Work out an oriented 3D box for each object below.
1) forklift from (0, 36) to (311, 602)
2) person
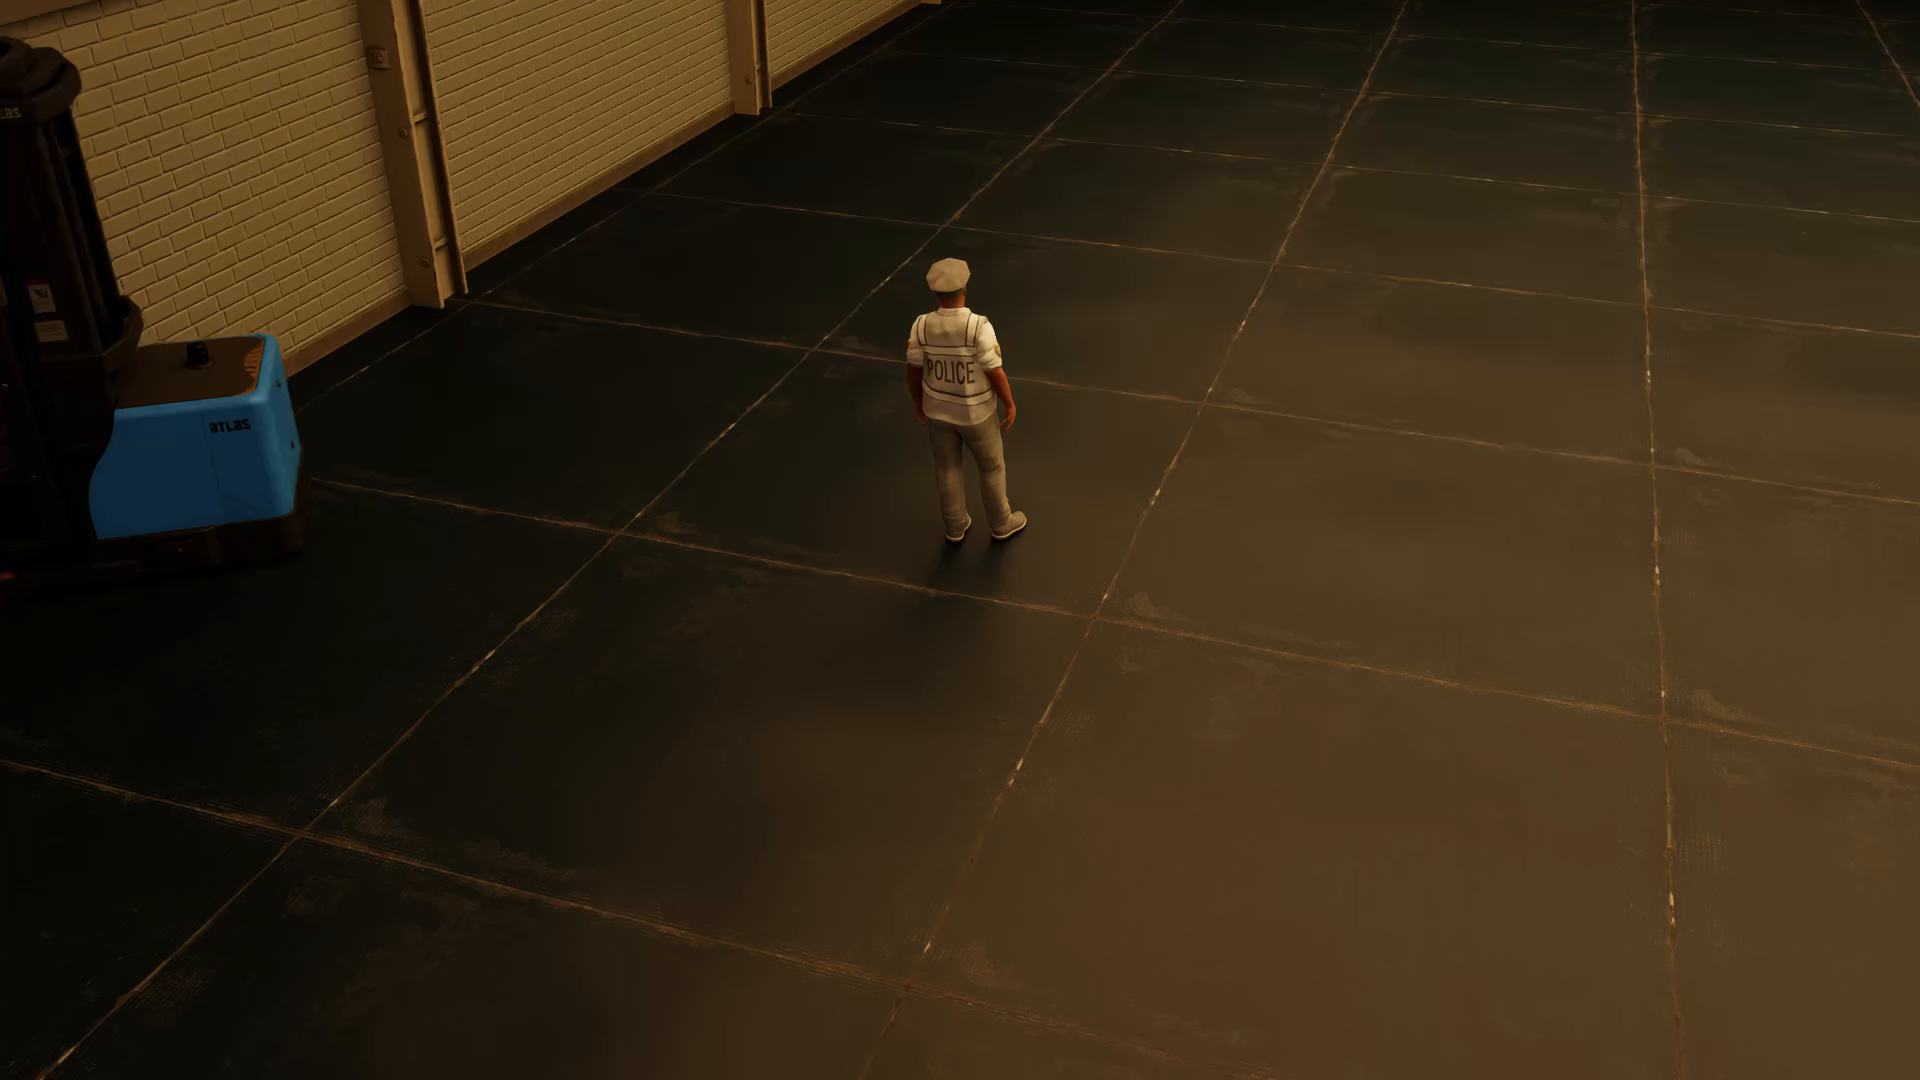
[{"bbox_3d":[-5.486,-1.183,9.212,3.031,2.935,1.130,-8,31,-14],"label":"forklift"},{"bbox_3d":[0.037,-0.815,9.712,0.640,1.781,0.575,10,31,16],"label":"person"}]
